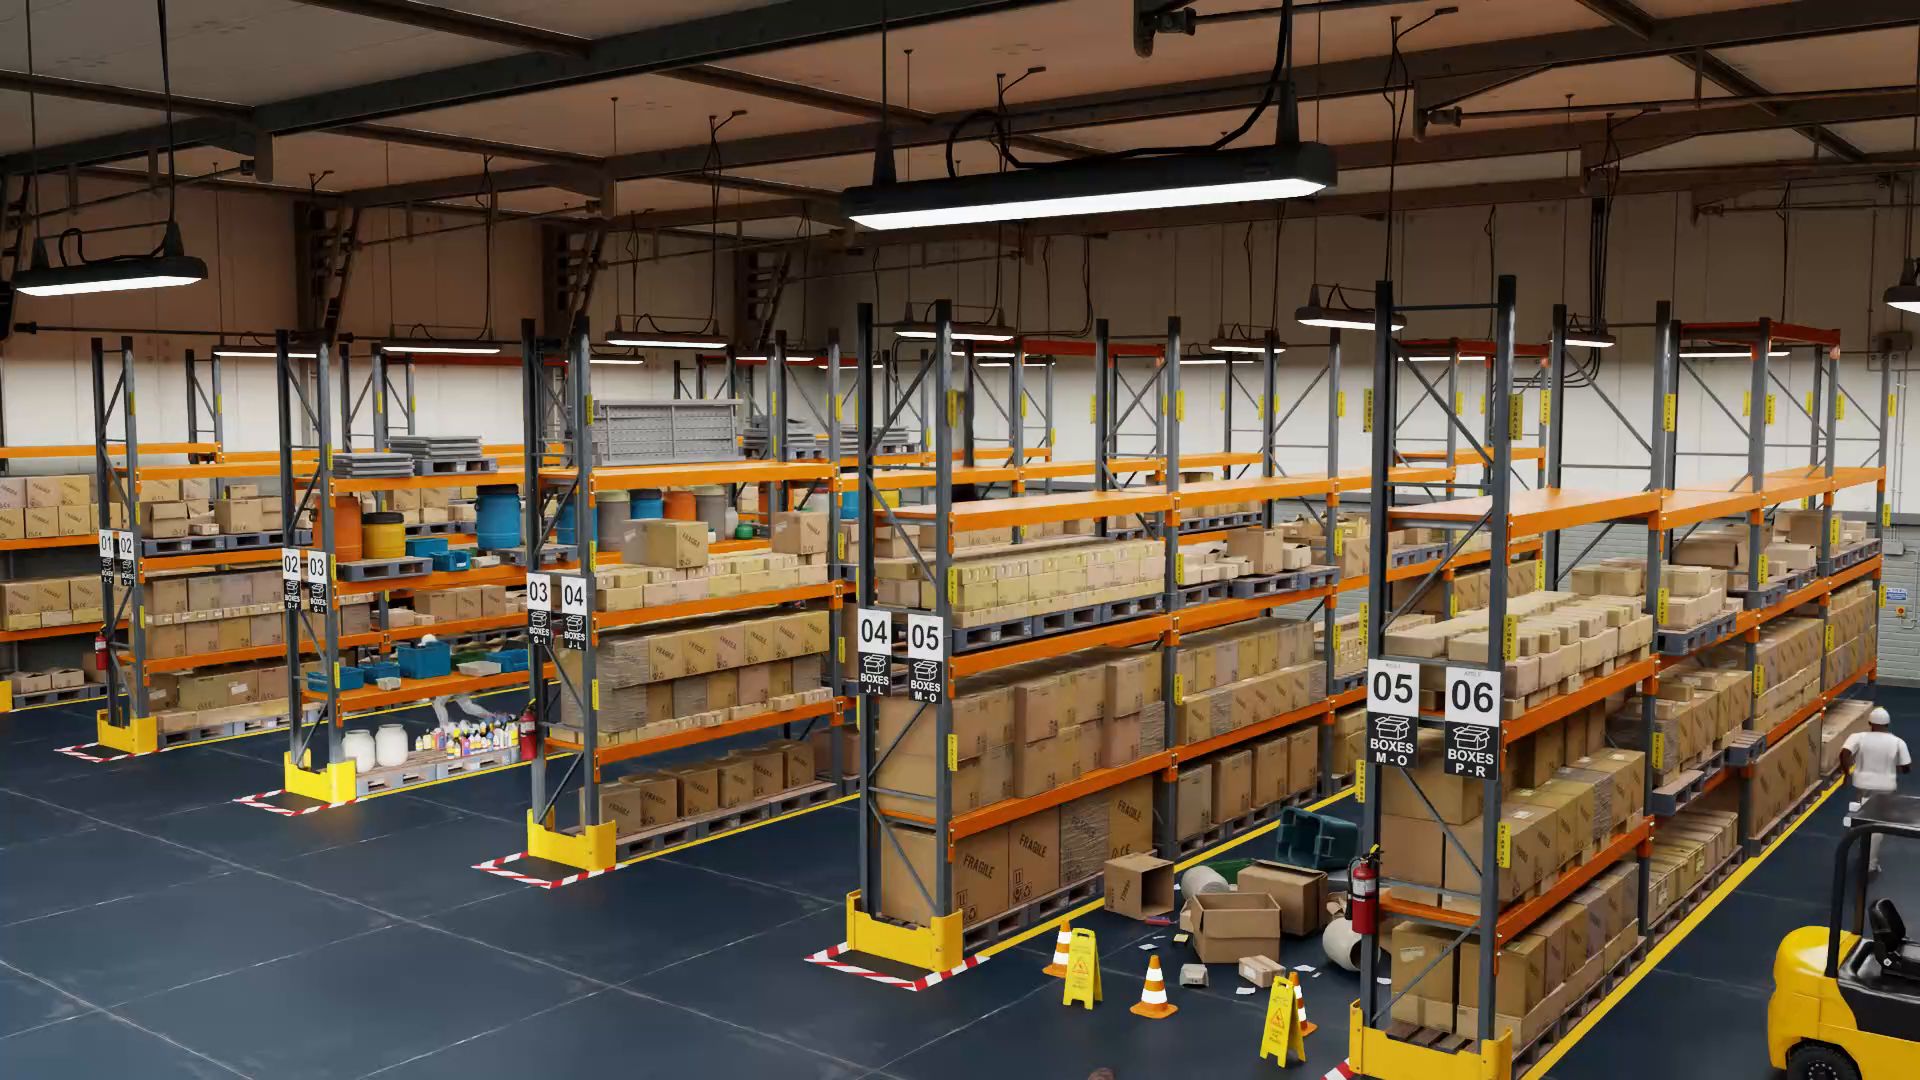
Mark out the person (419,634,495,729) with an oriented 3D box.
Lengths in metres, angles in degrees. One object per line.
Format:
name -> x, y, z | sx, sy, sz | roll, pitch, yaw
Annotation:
person -> -7.542, 2.182, 25.030 | 1.149, 1.602, 0.678 | -2, 6, -26

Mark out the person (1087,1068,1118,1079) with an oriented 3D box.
person -> 0.753, 3.598, 9.087 | 0.554, 1.599, 0.701 | 0, 5, -2

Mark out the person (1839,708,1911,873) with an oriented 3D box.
person -> 9.906, 2.725, 17.991 | 0.630, 1.811, 0.825 | 4, 7, 41
